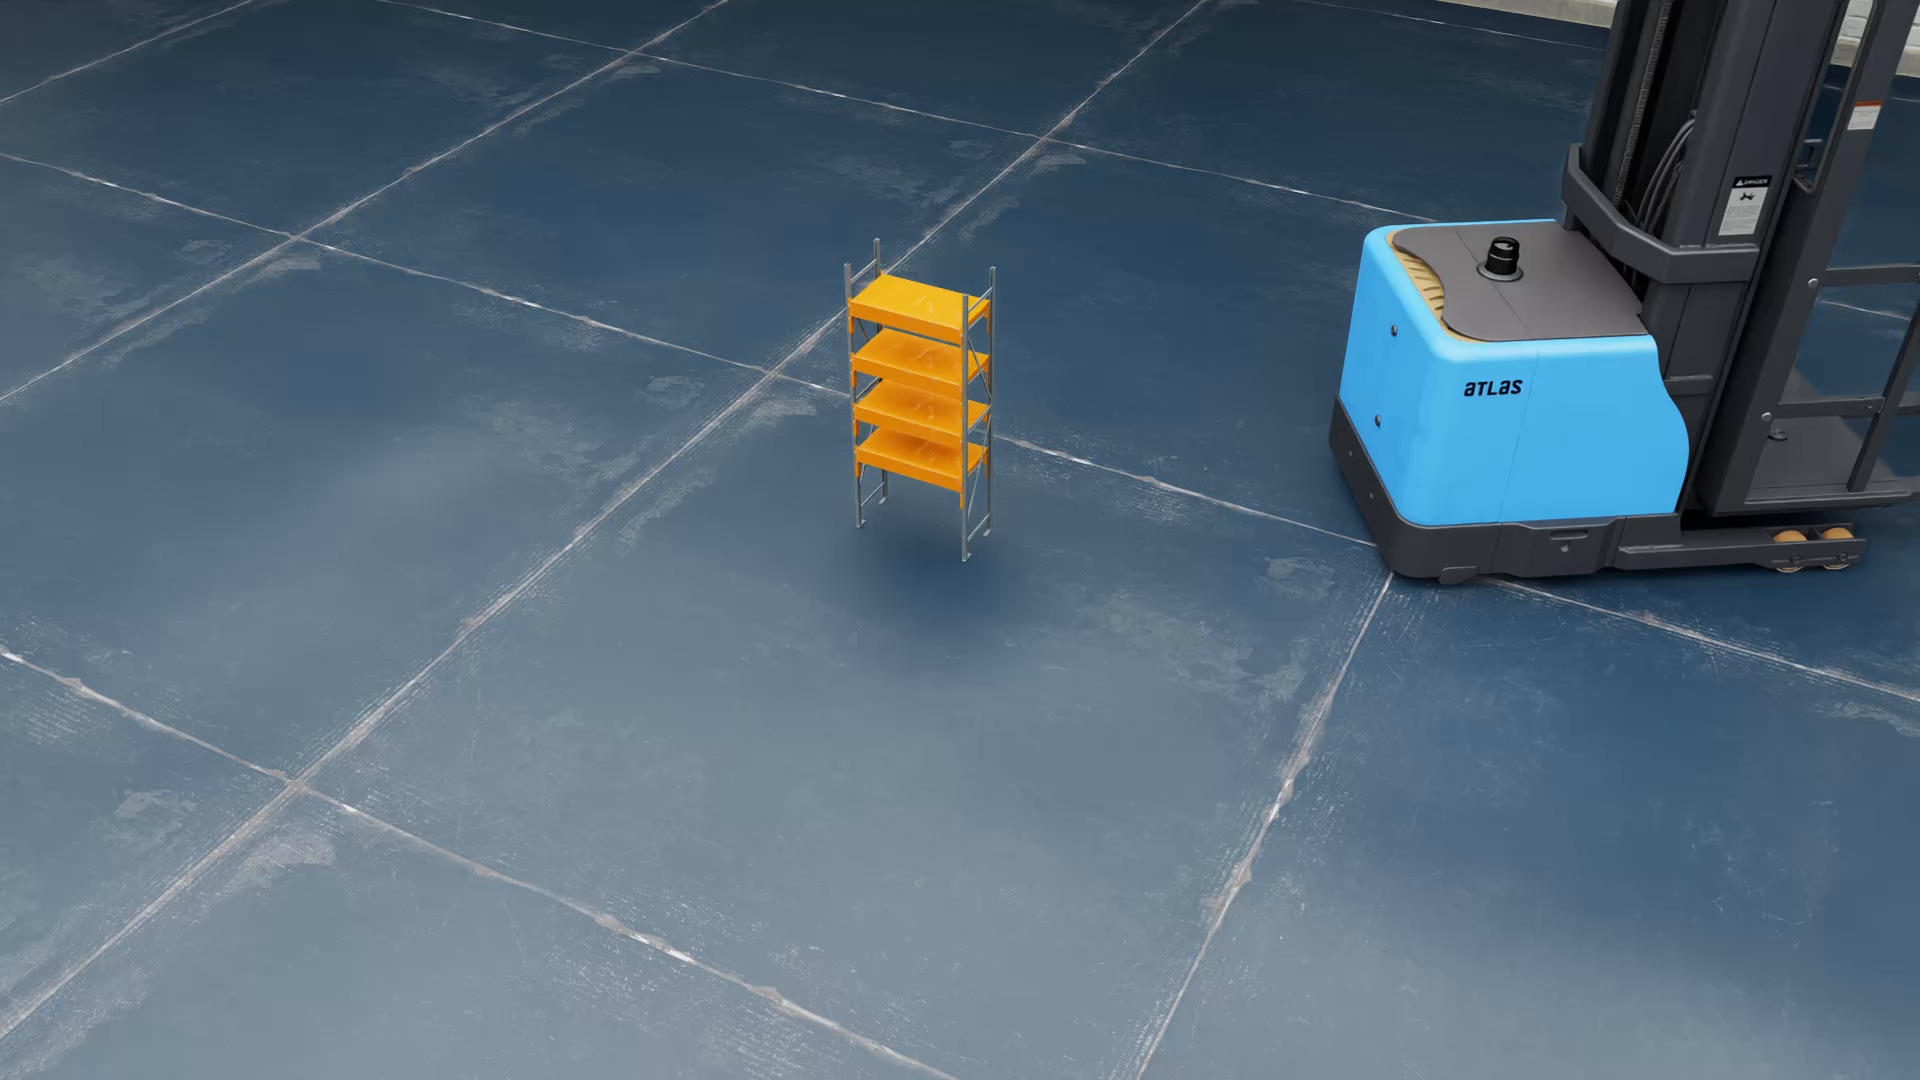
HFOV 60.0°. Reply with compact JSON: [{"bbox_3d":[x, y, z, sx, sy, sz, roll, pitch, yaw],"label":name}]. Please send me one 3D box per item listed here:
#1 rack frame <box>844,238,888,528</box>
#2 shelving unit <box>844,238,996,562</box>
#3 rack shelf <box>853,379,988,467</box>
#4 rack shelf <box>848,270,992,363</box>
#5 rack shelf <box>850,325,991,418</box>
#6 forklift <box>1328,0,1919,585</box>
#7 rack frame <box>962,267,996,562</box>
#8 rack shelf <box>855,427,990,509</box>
[{"bbox_3d":[-0.364,-0.592,6.537,0.015,1.200,0.240,17,41,21],"label":"rack frame"},{"bbox_3d":[-0.147,-0.524,6.448,0.503,1.200,0.258,17,41,21],"label":"shelving unit"},{"bbox_3d":[-0.147,-0.470,6.489,0.480,0.148,0.258,17,41,21],"label":"rack shelf"},{"bbox_3d":[-0.147,-0.837,6.210,0.480,0.148,0.258,17,41,21],"label":"rack shelf"},{"bbox_3d":[-0.147,-0.649,6.353,0.480,0.148,0.258,17,41,21],"label":"rack shelf"},{"bbox_3d":[3.140,-1.356,6.113,3.031,2.935,1.130,-3,37,-4],"label":"forklift"},{"bbox_3d":[0.070,-0.456,6.358,0.015,1.200,0.240,17,41,21],"label":"rack frame"},{"bbox_3d":[-0.147,-0.312,6.609,0.480,0.148,0.258,17,41,21],"label":"rack shelf"}]
